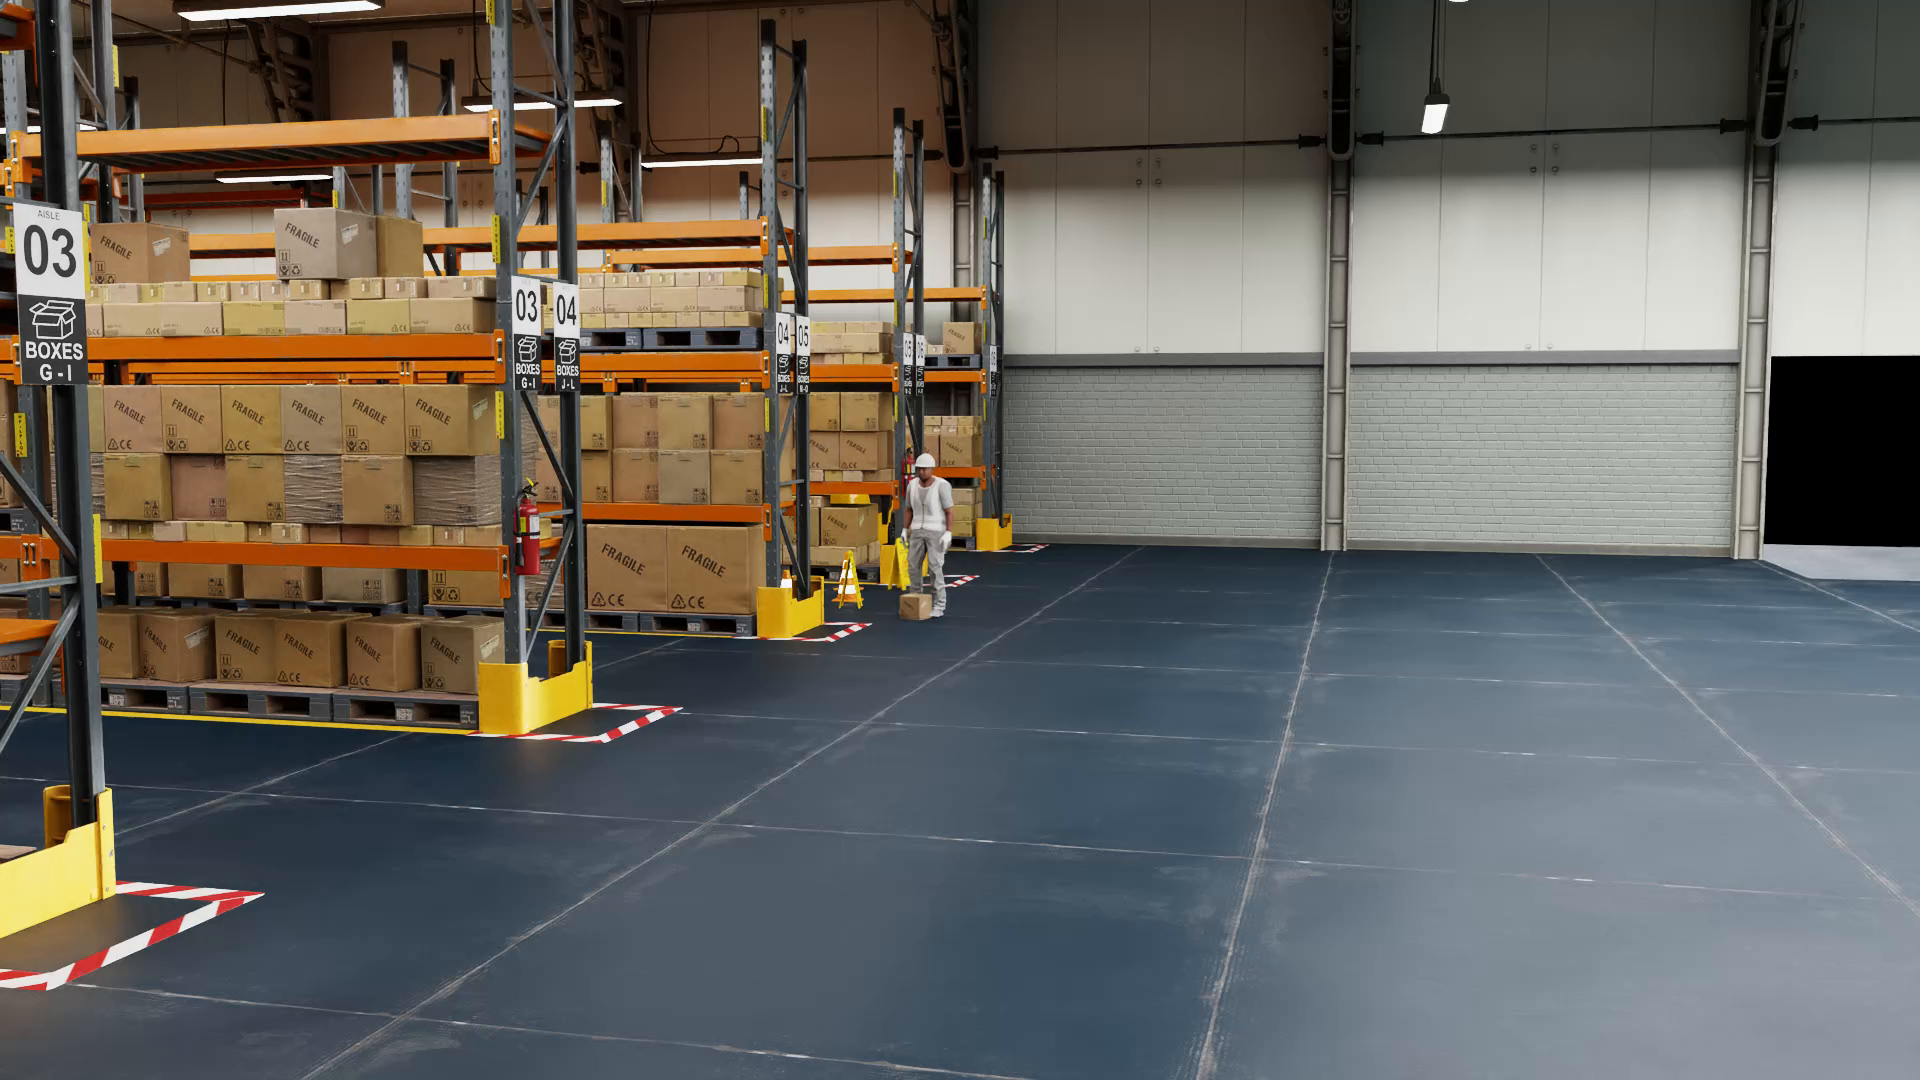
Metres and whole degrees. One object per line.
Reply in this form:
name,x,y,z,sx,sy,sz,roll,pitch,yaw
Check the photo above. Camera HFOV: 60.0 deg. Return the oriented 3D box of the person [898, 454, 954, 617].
person,-0.362,-0.054,18.056,0.609,1.773,0.450,3,5,30
